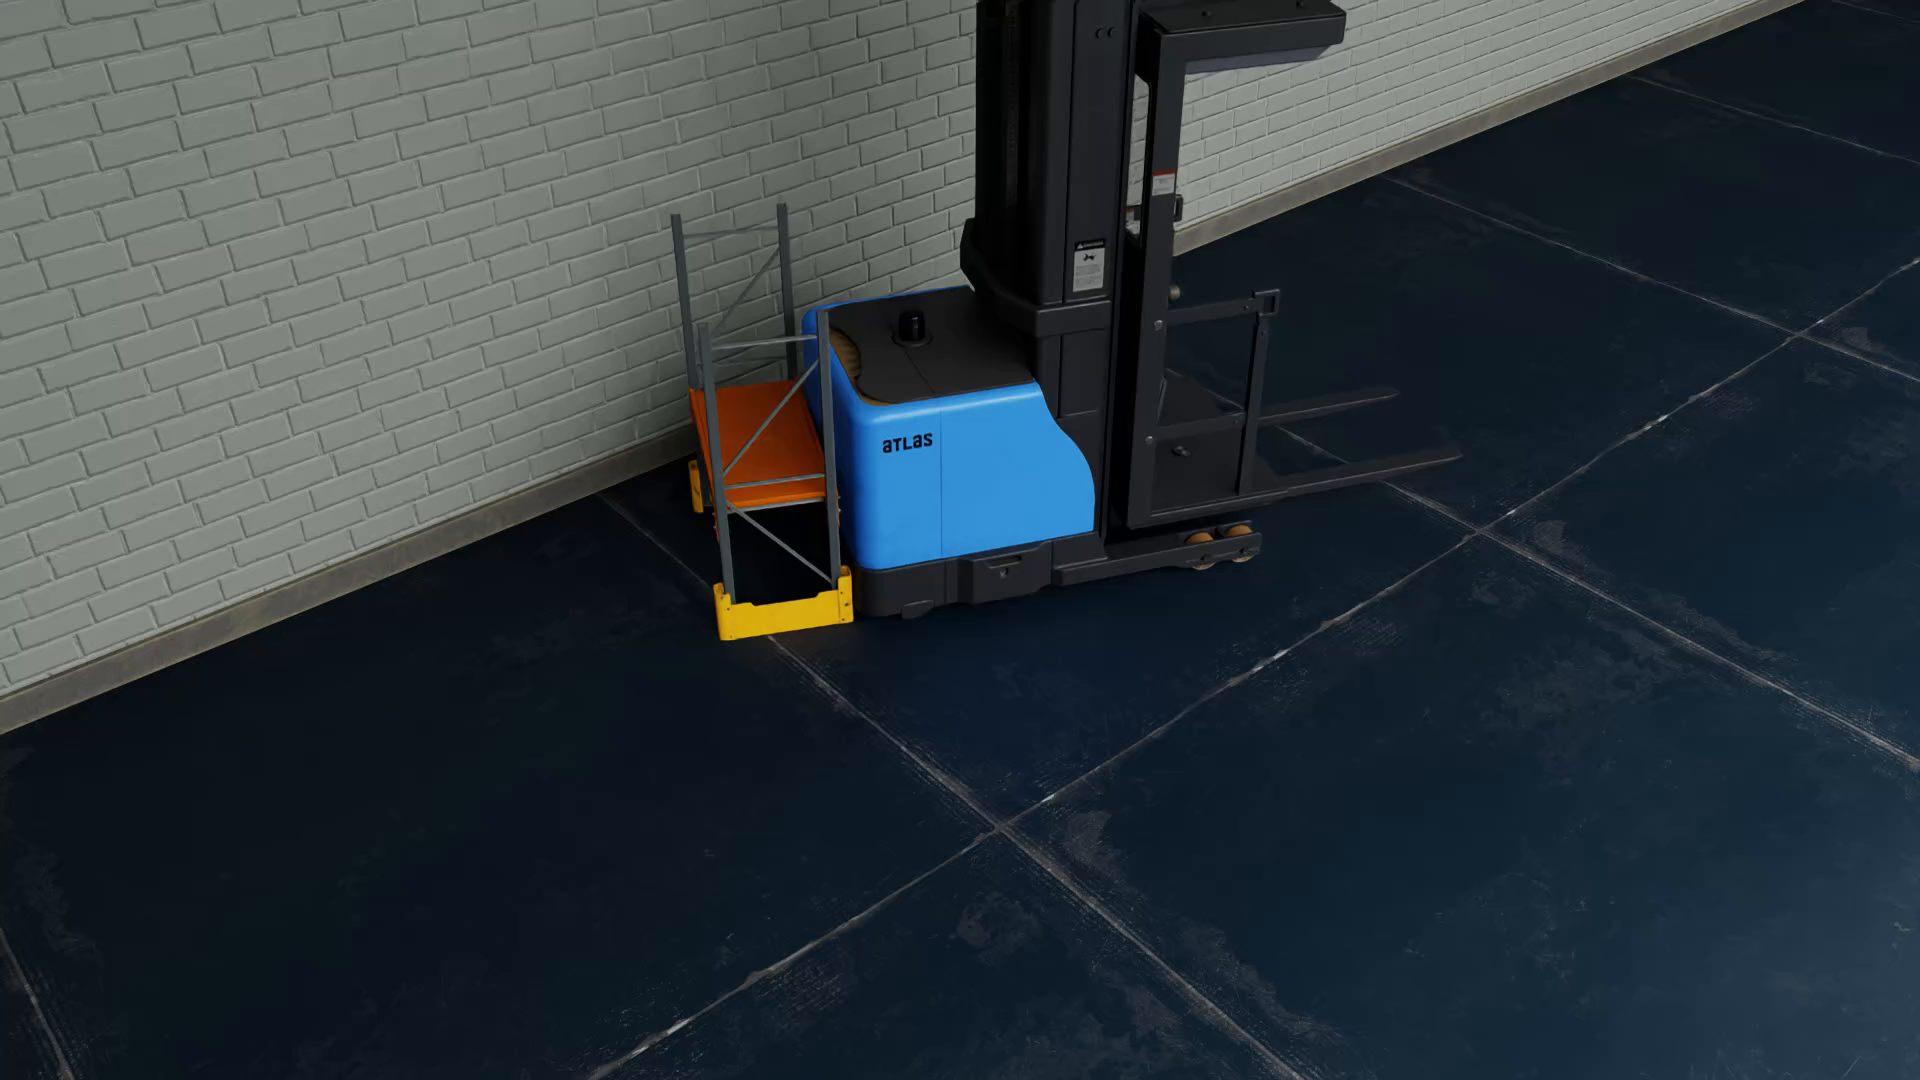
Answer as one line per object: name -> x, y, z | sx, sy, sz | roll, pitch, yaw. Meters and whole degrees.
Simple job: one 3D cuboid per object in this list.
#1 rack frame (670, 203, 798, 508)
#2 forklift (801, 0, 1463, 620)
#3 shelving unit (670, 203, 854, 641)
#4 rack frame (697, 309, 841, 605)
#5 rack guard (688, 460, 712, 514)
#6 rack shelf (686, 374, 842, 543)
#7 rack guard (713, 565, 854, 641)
rack frame -> -0.994, -0.809, 7.595 | 0.500, 1.500, 0.032 | -8, 36, -11
forklift -> 0.861, -1.342, 7.109 | 3.031, 2.935, 1.130 | -10, 37, -14
shelving unit -> -0.872, -0.518, 7.184 | 0.587, 1.500, 1.083 | -8, 36, -11
rack frame -> -0.754, -0.238, 6.788 | 0.500, 1.500, 0.032 | -8, 36, -11
rack guard -> -0.990, -0.288, 7.941 | 0.587, 0.250, 0.087 | -8, 36, -11
rack shelf -> -0.874, -0.377, 7.296 | 0.538, 0.185, 1.000 | -8, 36, -11
rack guard -> -0.755, 0.271, 7.151 | 0.587, 0.250, 0.087 | -8, 36, -11
